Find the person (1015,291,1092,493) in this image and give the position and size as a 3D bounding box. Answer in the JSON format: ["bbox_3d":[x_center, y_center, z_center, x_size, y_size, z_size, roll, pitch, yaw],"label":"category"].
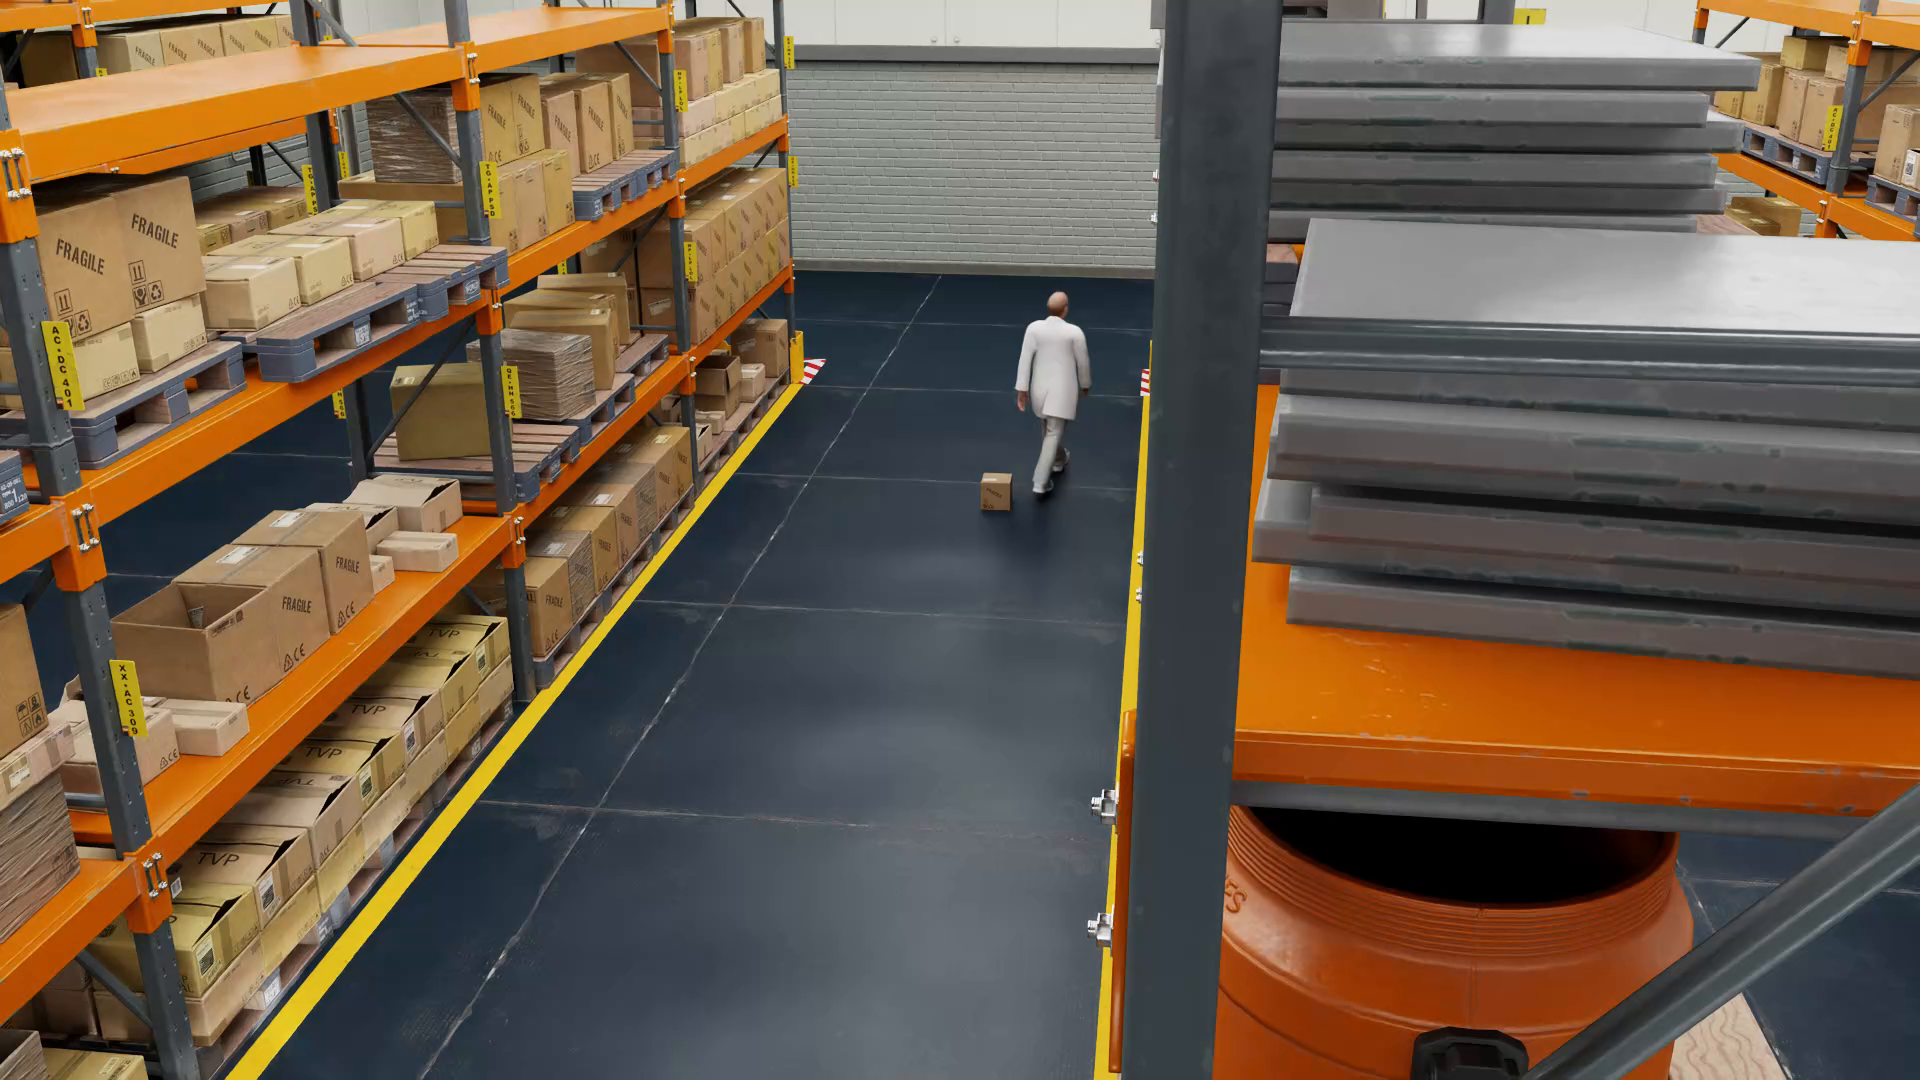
[{"bbox_3d":[0.858,-1.344,14.599,0.598,1.718,1.121,10,23,24],"label":"person"}]
